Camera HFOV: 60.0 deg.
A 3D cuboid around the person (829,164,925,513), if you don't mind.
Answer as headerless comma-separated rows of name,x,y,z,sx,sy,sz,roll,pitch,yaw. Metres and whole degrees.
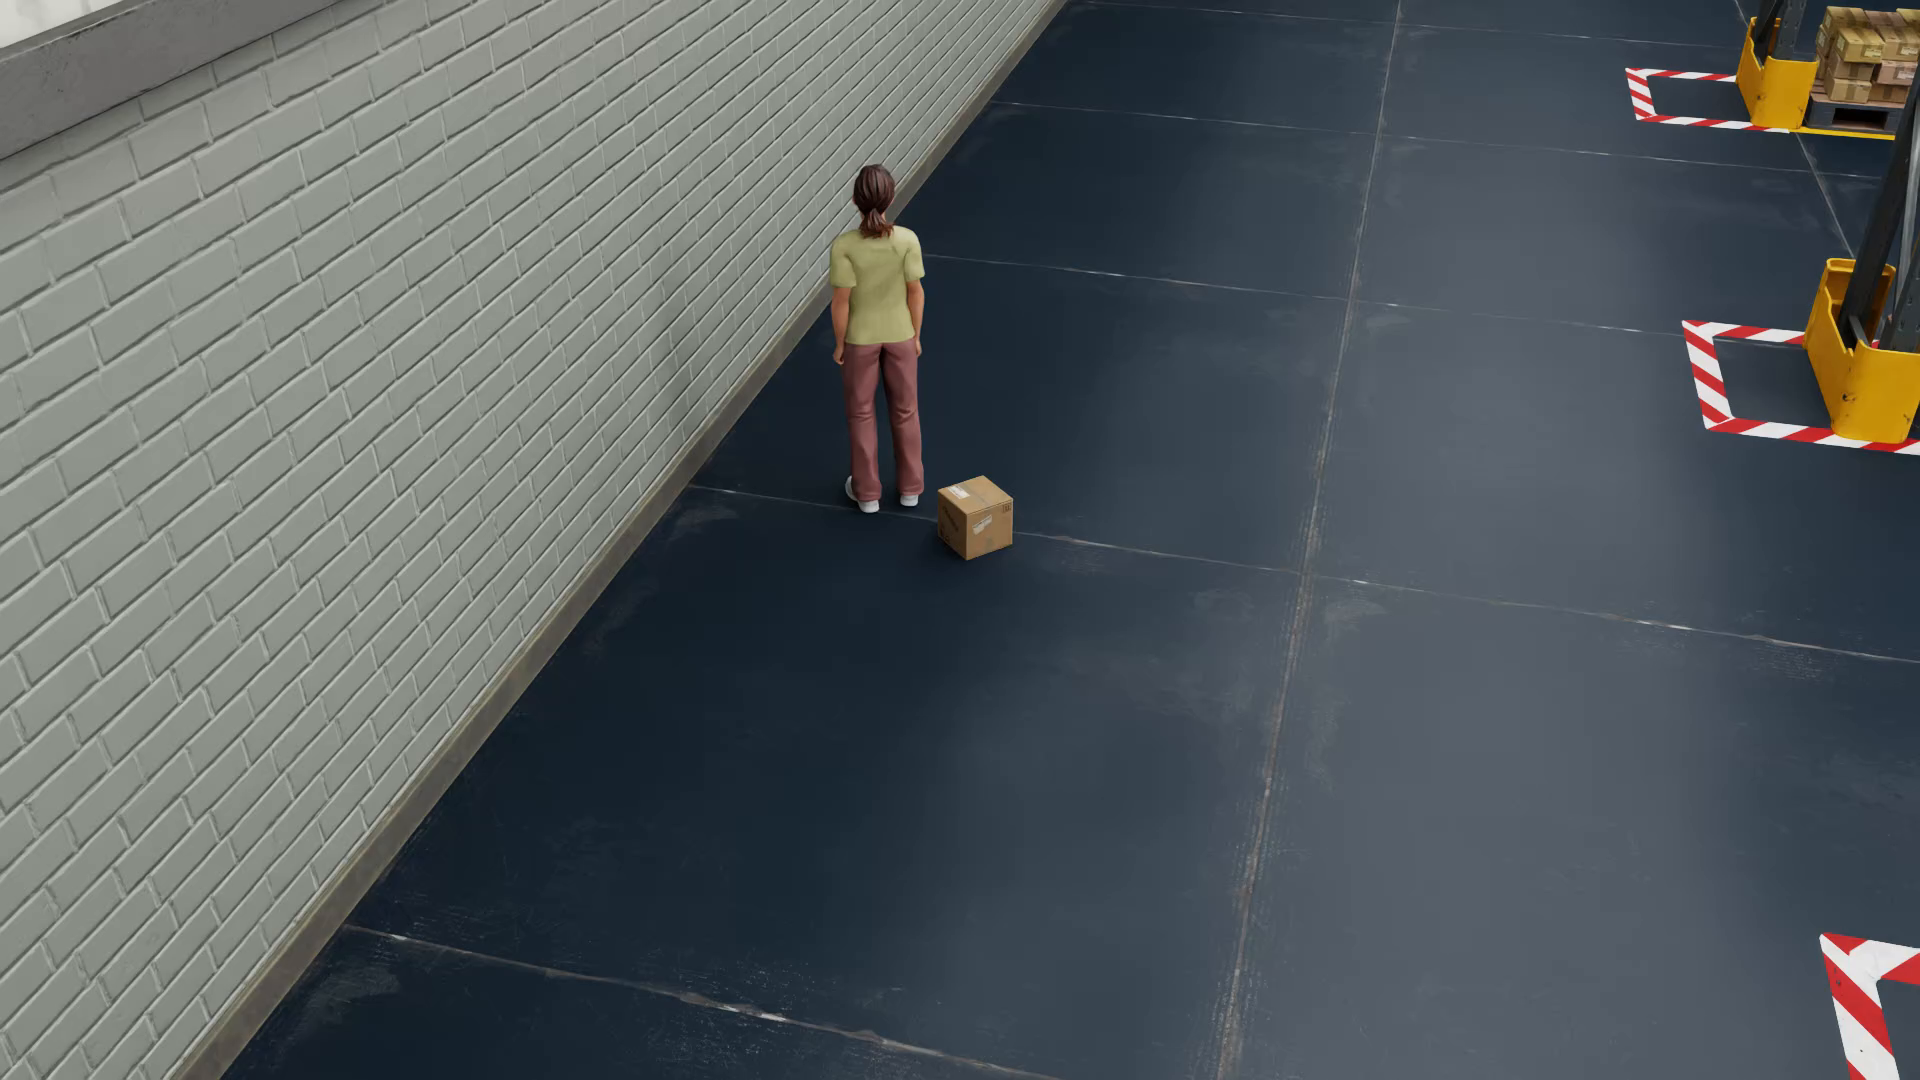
person,-0.374,-0.894,7.522,0.437,1.671,0.370,-8,34,-12
